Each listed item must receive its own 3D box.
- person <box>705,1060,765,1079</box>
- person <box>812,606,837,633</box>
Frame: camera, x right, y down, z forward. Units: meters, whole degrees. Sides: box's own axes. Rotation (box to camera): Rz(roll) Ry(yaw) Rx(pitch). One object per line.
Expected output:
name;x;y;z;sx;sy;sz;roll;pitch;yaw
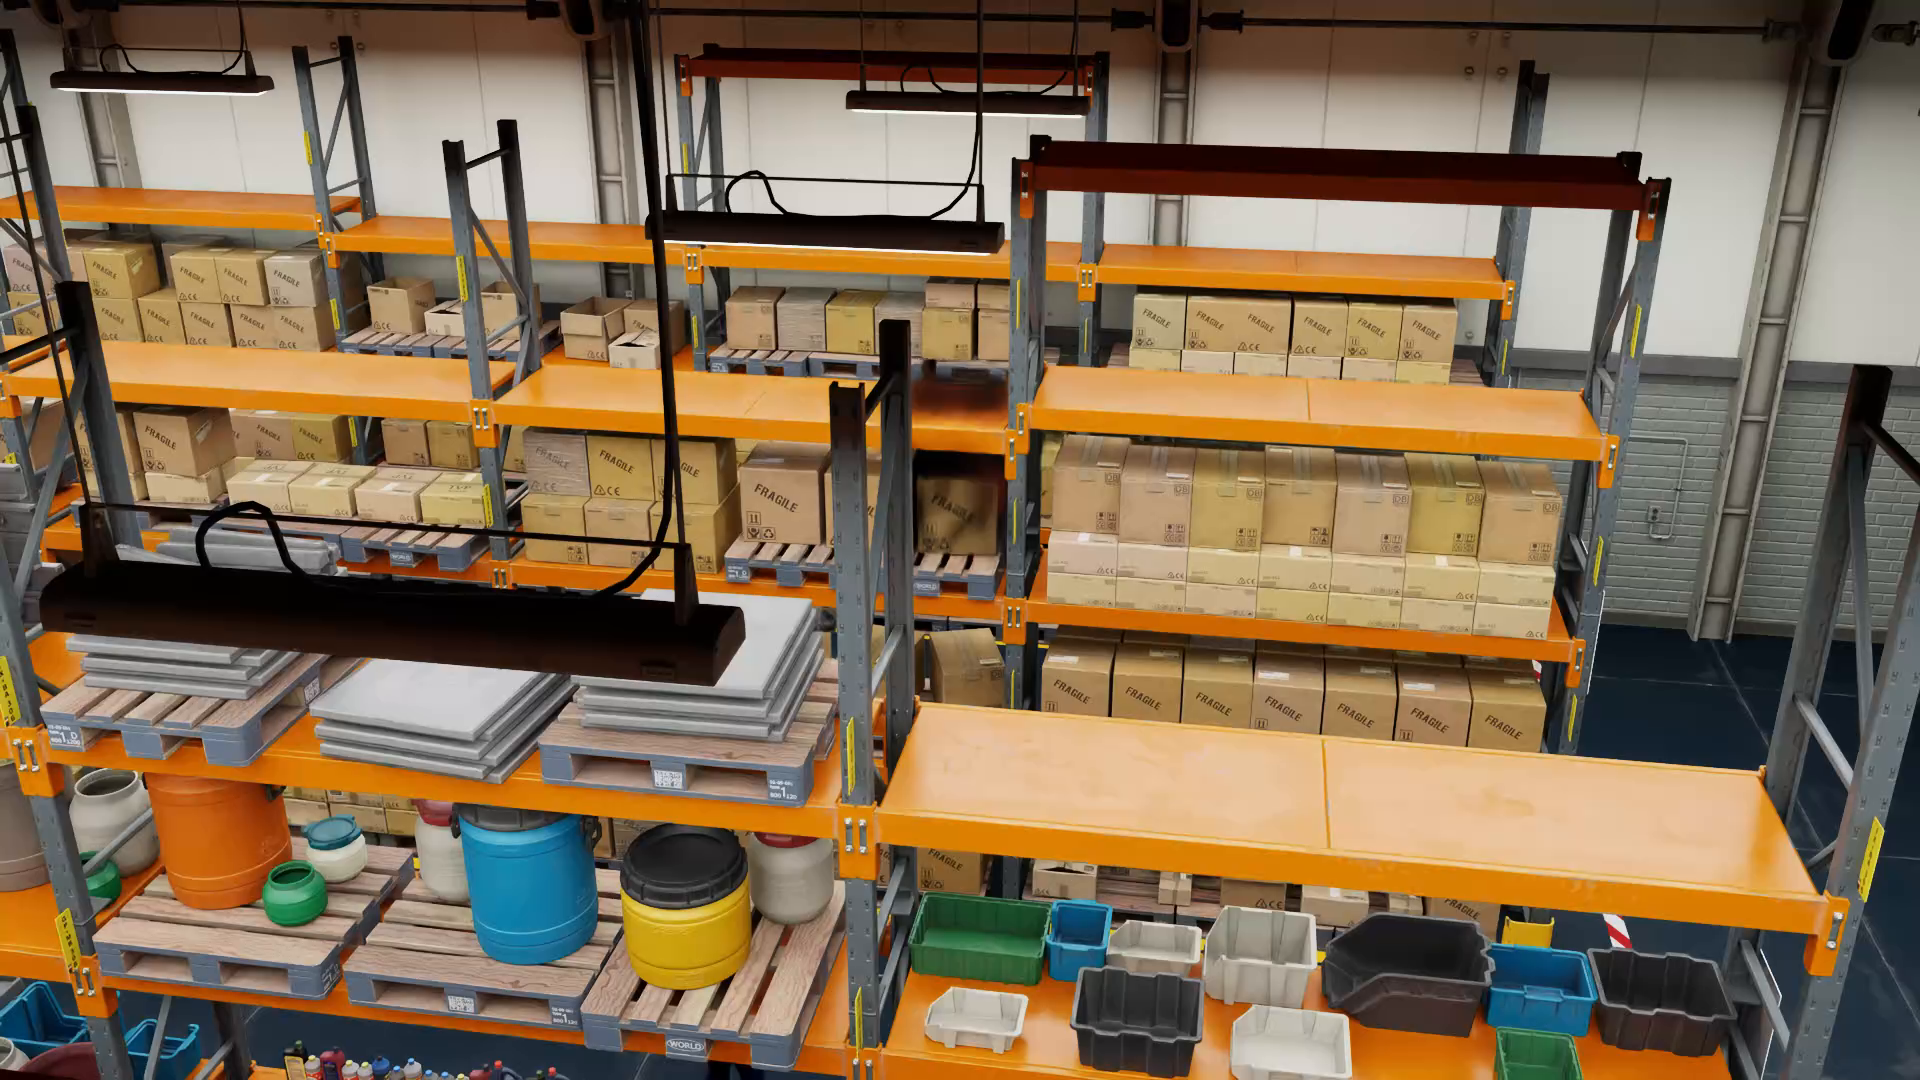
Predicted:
person;-1.433;3.109;10.569;0.490;1.642;0.431;14;27;29
person;-1.429;0.463;16.554;0.572;1.773;0.549;-16;28;-34
